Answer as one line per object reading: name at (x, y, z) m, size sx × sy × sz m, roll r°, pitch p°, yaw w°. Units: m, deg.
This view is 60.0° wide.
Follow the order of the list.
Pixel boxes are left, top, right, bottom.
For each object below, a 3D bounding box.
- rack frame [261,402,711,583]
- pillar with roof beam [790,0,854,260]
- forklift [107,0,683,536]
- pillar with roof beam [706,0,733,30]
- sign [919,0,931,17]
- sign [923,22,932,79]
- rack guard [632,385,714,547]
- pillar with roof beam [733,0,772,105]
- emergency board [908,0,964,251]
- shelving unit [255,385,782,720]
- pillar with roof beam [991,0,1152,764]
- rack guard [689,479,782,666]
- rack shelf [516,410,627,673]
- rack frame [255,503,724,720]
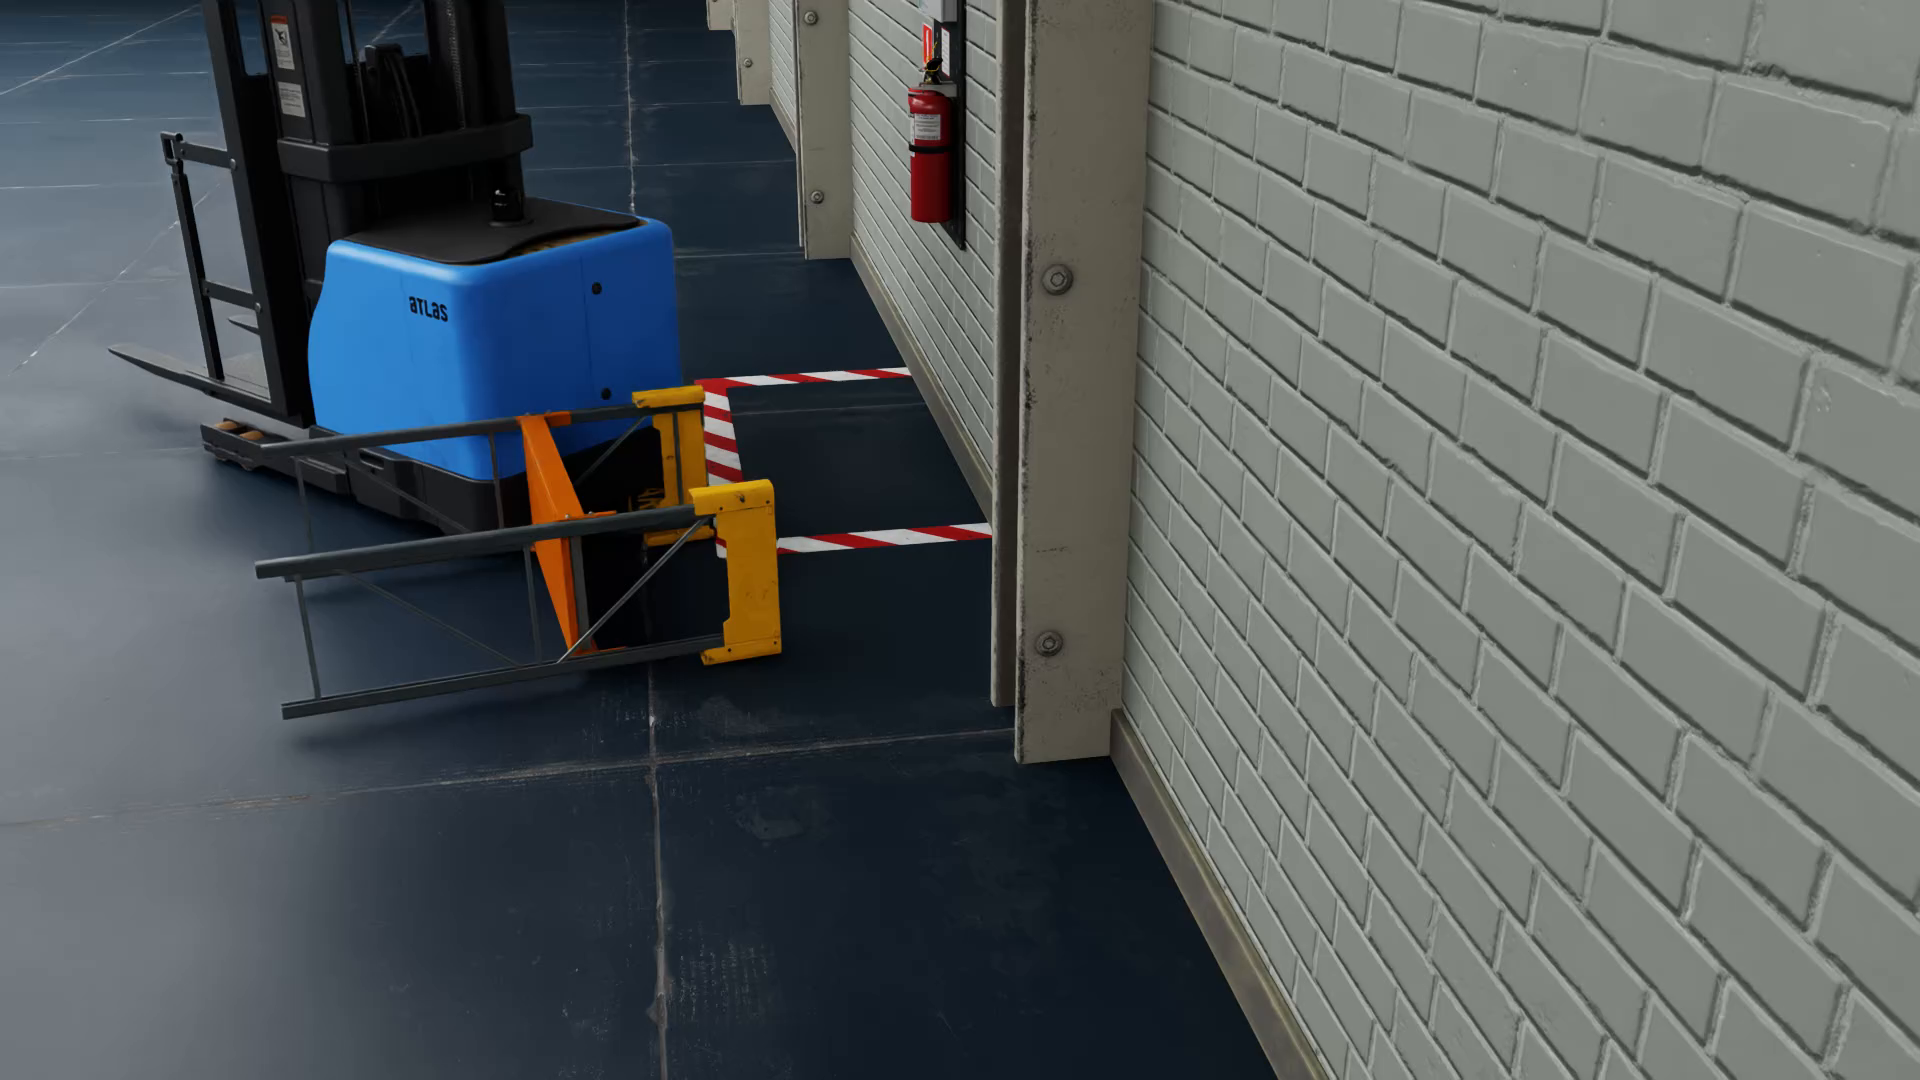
rack frame at (-1.643, -0.190, 5.919) m, size 1.500 × 0.500 × 0.032 m, roll -8°, pitch 25°, yaw -18°
pillar with roof beam at (-5.058, -5.611, 7.854) m, size 9.100 × 9.000 × 0.400 m, roll -4°, pitch 24°, yaw -10°
forklift at (-2.569, -1.780, 6.663) m, size 3.031 × 2.935 × 1.130 m, roll 17°, pitch 29°, yaw 34°
pillar with roof beam at (-7.277, -10.331, 18.661) m, size 9.100 × 9.000 × 0.400 m, roll -4°, pitch 24°, yaw -10°
sign at (-0.146, -2.277, 7.009) m, size 0.001 × 0.109 × 0.331 m, roll -4°, pitch 24°, yaw -10°
sign at (-0.138, -2.037, 7.121) m, size 0.001 × 0.329 × 0.234 m, roll -4°, pitch 24°, yaw -10°
rack guard at (-1.050, -0.269, 6.100) m, size 0.250 × 0.587 × 0.087 m, roll -8°, pitch 25°, yaw -18°
pillar with roof beam at (-6.168, -7.971, 13.258) m, size 9.100 × 9.000 × 0.400 m, roll -4°, pitch 24°, yaw -10°
emergency board at (-0.138, -1.795, 6.613) m, size 0.194 × 1.169 × 0.643 m, roll -4°, pitch 24°, yaw -10°
shelving unit at (-1.464, 0.004, 5.474) m, size 1.500 × 0.587 × 1.083 m, roll -8°, pitch 25°, yaw -18°
pillar with roof beam at (-3.949, -3.251, 2.451) m, size 9.100 × 9.000 × 0.400 m, roll -4°, pitch 24°, yaw -10°
rack guard at (-0.706, 0.105, 5.244) m, size 0.250 × 0.587 × 0.087 m, roll -8°, pitch 25°, yaw -18°
rack shelf at (-1.299, -0.024, 5.539) m, size 0.185 × 0.538 × 1.000 m, roll -8°, pitch 25°, yaw -18°
rack frame at (-1.292, 0.192, 5.045) m, size 1.500 × 0.500 × 0.032 m, roll -8°, pitch 25°, yaw -18°
